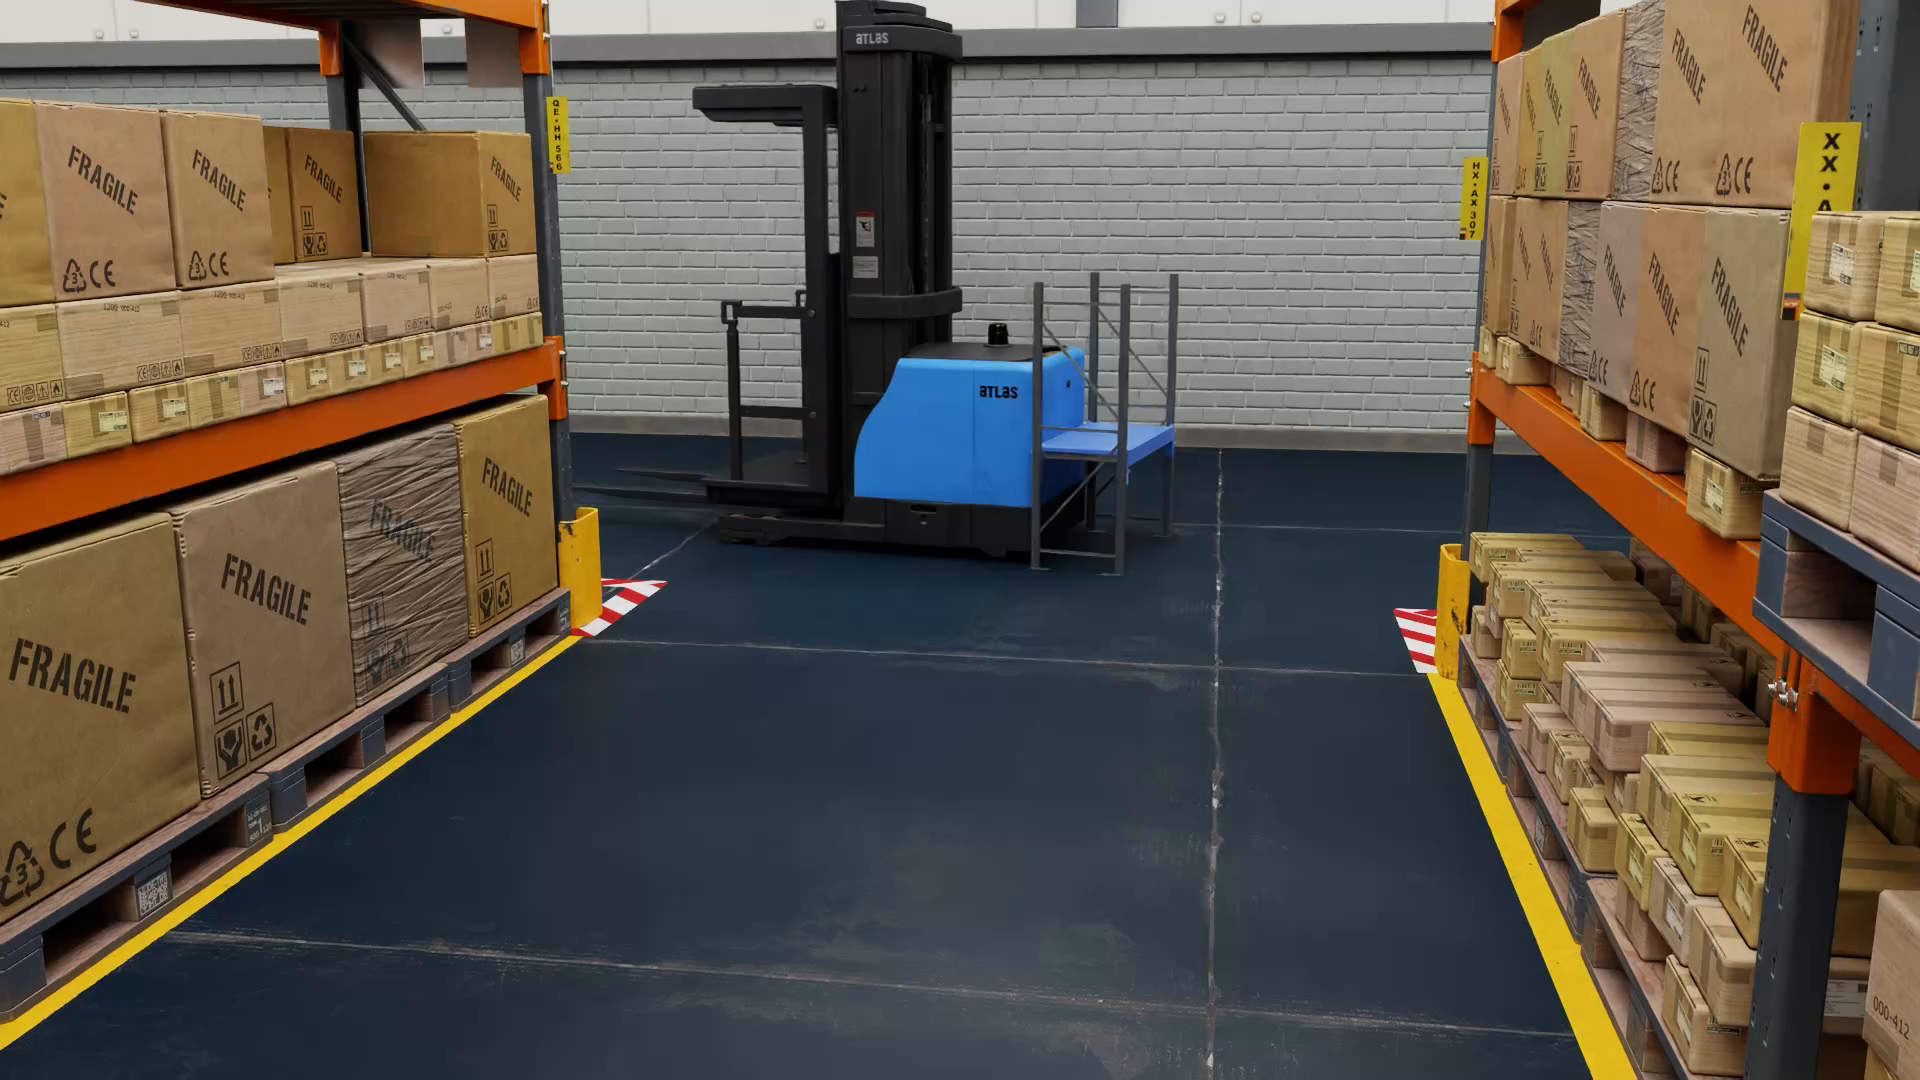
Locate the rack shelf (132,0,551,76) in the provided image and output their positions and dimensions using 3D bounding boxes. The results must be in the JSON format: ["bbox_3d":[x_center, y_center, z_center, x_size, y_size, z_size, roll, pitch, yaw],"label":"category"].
[{"bbox_3d":[-2.598,-1.804,5.332,1.077,0.370,4.000,2,12,9],"label":"rack shelf"}]

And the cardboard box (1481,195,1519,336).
[{"bbox_3d":[2.253,-1.034,6.227,0.500,0.500,0.500,2,12,11],"label":"cardboard box"}]

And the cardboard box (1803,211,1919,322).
[{"bbox_3d":[1.465,-0.398,2.405,0.380,0.149,0.250,3,12,12],"label":"cardboard box"}]

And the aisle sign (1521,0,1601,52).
[{"bbox_3d":[2.310,-2.220,6.503,0.394,0.787,0.004,2,12,9],"label":"aisle sign"}]

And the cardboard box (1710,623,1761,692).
[{"bbox_3d":[2.515,0.361,5.055,0.380,0.149,0.250,1,12,7],"label":"cardboard box"}]

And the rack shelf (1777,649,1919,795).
[{"bbox_3d":[1.672,0.677,0.941,1.077,0.370,4.000,2,12,9],"label":"rack shelf"}]

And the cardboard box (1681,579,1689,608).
[{"bbox_3d":[2.754,0.200,5.801,0.380,0.149,0.250,2,12,7],"label":"cardboard box"}]

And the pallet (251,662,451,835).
[{"bbox_3d":[-2.526,0.680,5.839,1.003,0.211,1.213,2,12,9],"label":"pallet"}]

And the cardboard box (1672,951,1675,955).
[{"bbox_3d":[1.826,0.953,3.722,0.380,0.149,0.250,2,12,10],"label":"cardboard box"}]

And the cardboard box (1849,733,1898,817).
[{"bbox_3d":[2.346,0.577,4.056,0.380,0.149,0.250,2,12,7],"label":"cardboard box"}]

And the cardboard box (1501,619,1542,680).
[{"bbox_3d":[2.066,0.379,5.681,0.380,0.149,0.250,2,12,10],"label":"cardboard box"}]

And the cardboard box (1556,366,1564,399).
[{"bbox_3d":[2.158,-0.522,5.390,0.380,0.149,0.250,2,12,8],"label":"cardboard box"}]

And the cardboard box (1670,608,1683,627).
[{"bbox_3d":[2.718,0.346,5.831,0.380,0.149,0.250,1,12,6],"label":"cardboard box"}]

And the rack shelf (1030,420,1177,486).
[{"bbox_3d":[0.795,-0.485,9.039,0.538,0.185,1.000,5,13,20],"label":"rack shelf"}]

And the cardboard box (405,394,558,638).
[{"bbox_3d":[-2.310,-0.137,7.054,0.875,0.875,0.875,2,12,9],"label":"cardboard box"}]

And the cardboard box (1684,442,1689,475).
[{"bbox_3d":[1.932,-0.198,3.888,0.380,0.149,0.250,2,12,7],"label":"cardboard box"}]

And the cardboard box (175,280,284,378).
[{"bbox_3d":[-2.419,-0.646,5.020,0.500,0.250,0.500,2,12,10],"label":"cardboard box"}]

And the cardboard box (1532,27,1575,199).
[{"bbox_3d":[2.090,-1.309,5.132,0.500,0.500,0.500,2,12,7],"label":"cardboard box"}]

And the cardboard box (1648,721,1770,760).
[{"bbox_3d":[1.926,0.566,4.107,0.380,0.149,0.250,2,12,11],"label":"cardboard box"}]

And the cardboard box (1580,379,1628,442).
[{"bbox_3d":[1.962,-0.363,4.656,0.380,0.149,0.250,2,12,10],"label":"cardboard box"}]

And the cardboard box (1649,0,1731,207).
[{"bbox_3d":[1.859,-0.989,3.645,0.500,0.500,0.500,1,12,7],"label":"cardboard box"}]

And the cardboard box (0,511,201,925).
[{"bbox_3d":[-2.725,0.426,4.446,0.875,0.875,0.875,2,12,9],"label":"cardboard box"}]

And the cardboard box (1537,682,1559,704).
[{"bbox_3d":[2.115,0.578,5.462,0.380,0.149,0.250,2,12,9],"label":"cardboard box"}]

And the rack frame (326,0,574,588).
[{"bbox_3d":[-2.290,-1.106,7.504,1.000,3.000,0.127,2,12,9],"label":"rack frame"}]

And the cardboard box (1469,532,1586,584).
[{"bbox_3d":[2.179,0.072,6.399,0.380,0.149,0.250,1,12,6],"label":"cardboard box"}]

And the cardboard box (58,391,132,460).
[{"bbox_3d":[-2.451,-0.311,4.411,0.380,0.149,0.250,2,12,11],"label":"cardboard box"}]

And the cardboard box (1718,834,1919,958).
[{"bbox_3d":[1.777,0.724,3.373,0.380,0.149,0.250,2,12,10],"label":"cardboard box"}]

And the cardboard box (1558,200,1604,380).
[{"bbox_3d":[2.036,-0.714,4.741,0.500,0.500,0.500,2,12,7],"label":"cardboard box"}]

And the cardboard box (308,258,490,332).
[{"bbox_3d":[-2.181,-0.963,6.491,0.500,0.250,0.500,2,12,8],"label":"cardboard box"}]

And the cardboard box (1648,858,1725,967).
[{"bbox_3d":[1.743,0.819,3.637,0.380,0.149,0.250,1,12,6],"label":"cardboard box"}]

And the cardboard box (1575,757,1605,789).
[{"bbox_3d":[1.969,0.737,4.725,0.380,0.149,0.250,2,12,10],"label":"cardboard box"}]

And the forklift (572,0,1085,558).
[{"bbox_3d":[-0.845,-1.501,9.503,3.031,2.935,1.130,4,13,18],"label":"forklift"}]

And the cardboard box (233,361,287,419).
[{"bbox_3d":[-2.333,-0.471,5.155,0.380,0.149,0.250,2,12,9],"label":"cardboard box"}]

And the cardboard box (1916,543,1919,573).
[{"bbox_3d":[1.386,0.003,1.958,0.380,0.149,0.250,2,12,9],"label":"cardboard box"}]

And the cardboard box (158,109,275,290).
[{"bbox_3d":[-2.421,-1.014,4.948,0.500,0.500,0.500,1,12,7],"label":"cardboard box"}]

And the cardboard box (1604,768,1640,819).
[{"bbox_3d":[1.923,0.660,4.375,0.380,0.149,0.250,2,12,10],"label":"cardboard box"}]

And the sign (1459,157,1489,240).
[{"bbox_3d":[2.059,-1.365,6.651,0.100,0.325,0.005,2,12,9],"label":"sign"}]

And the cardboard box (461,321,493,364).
[{"bbox_3d":[-2.098,-0.791,6.642,0.380,0.149,0.250,2,12,9],"label":"cardboard box"}]

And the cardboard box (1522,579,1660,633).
[{"bbox_3d":[2.133,0.235,5.639,0.380,0.149,0.250,1,12,6],"label":"cardboard box"}]

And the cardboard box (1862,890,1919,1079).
[{"bbox_3d":[1.605,0.704,2.263,0.500,0.250,0.500,1,12,6],"label":"cardboard box"}]

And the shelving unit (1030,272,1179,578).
[{"bbox_3d":[0.795,-0.661,9.001,0.538,1.500,1.048,5,13,20],"label":"shelving unit"}]

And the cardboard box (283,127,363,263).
[{"bbox_3d":[-2.708,-1.349,6.504,0.500,0.500,0.500,2,12,7],"label":"cardboard box"}]

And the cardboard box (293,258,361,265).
[{"bbox_3d":[-2.704,-0.978,6.562,0.500,0.250,0.500,2,12,8],"label":"cardboard box"}]

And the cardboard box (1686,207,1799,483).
[{"bbox_3d":[1.775,-0.395,3.265,0.500,0.500,0.500,2,12,9],"label":"cardboard box"}]

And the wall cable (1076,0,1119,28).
[{"bbox_3d":[1.985,-6.676,11.477,2.277,5.999,0.120,2,12,9],"label":"wall cable"}]

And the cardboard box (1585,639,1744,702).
[{"bbox_3d":[2.052,0.402,4.868,0.380,0.149,0.250,2,12,9],"label":"cardboard box"}]

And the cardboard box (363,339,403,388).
[{"bbox_3d":[-2.215,-0.631,5.900,0.380,0.149,0.250,2,12,9],"label":"cardboard box"}]

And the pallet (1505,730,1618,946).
[{"bbox_3d":[2.233,0.876,4.927,1.003,0.211,1.213,2,12,9],"label":"pallet"}]
